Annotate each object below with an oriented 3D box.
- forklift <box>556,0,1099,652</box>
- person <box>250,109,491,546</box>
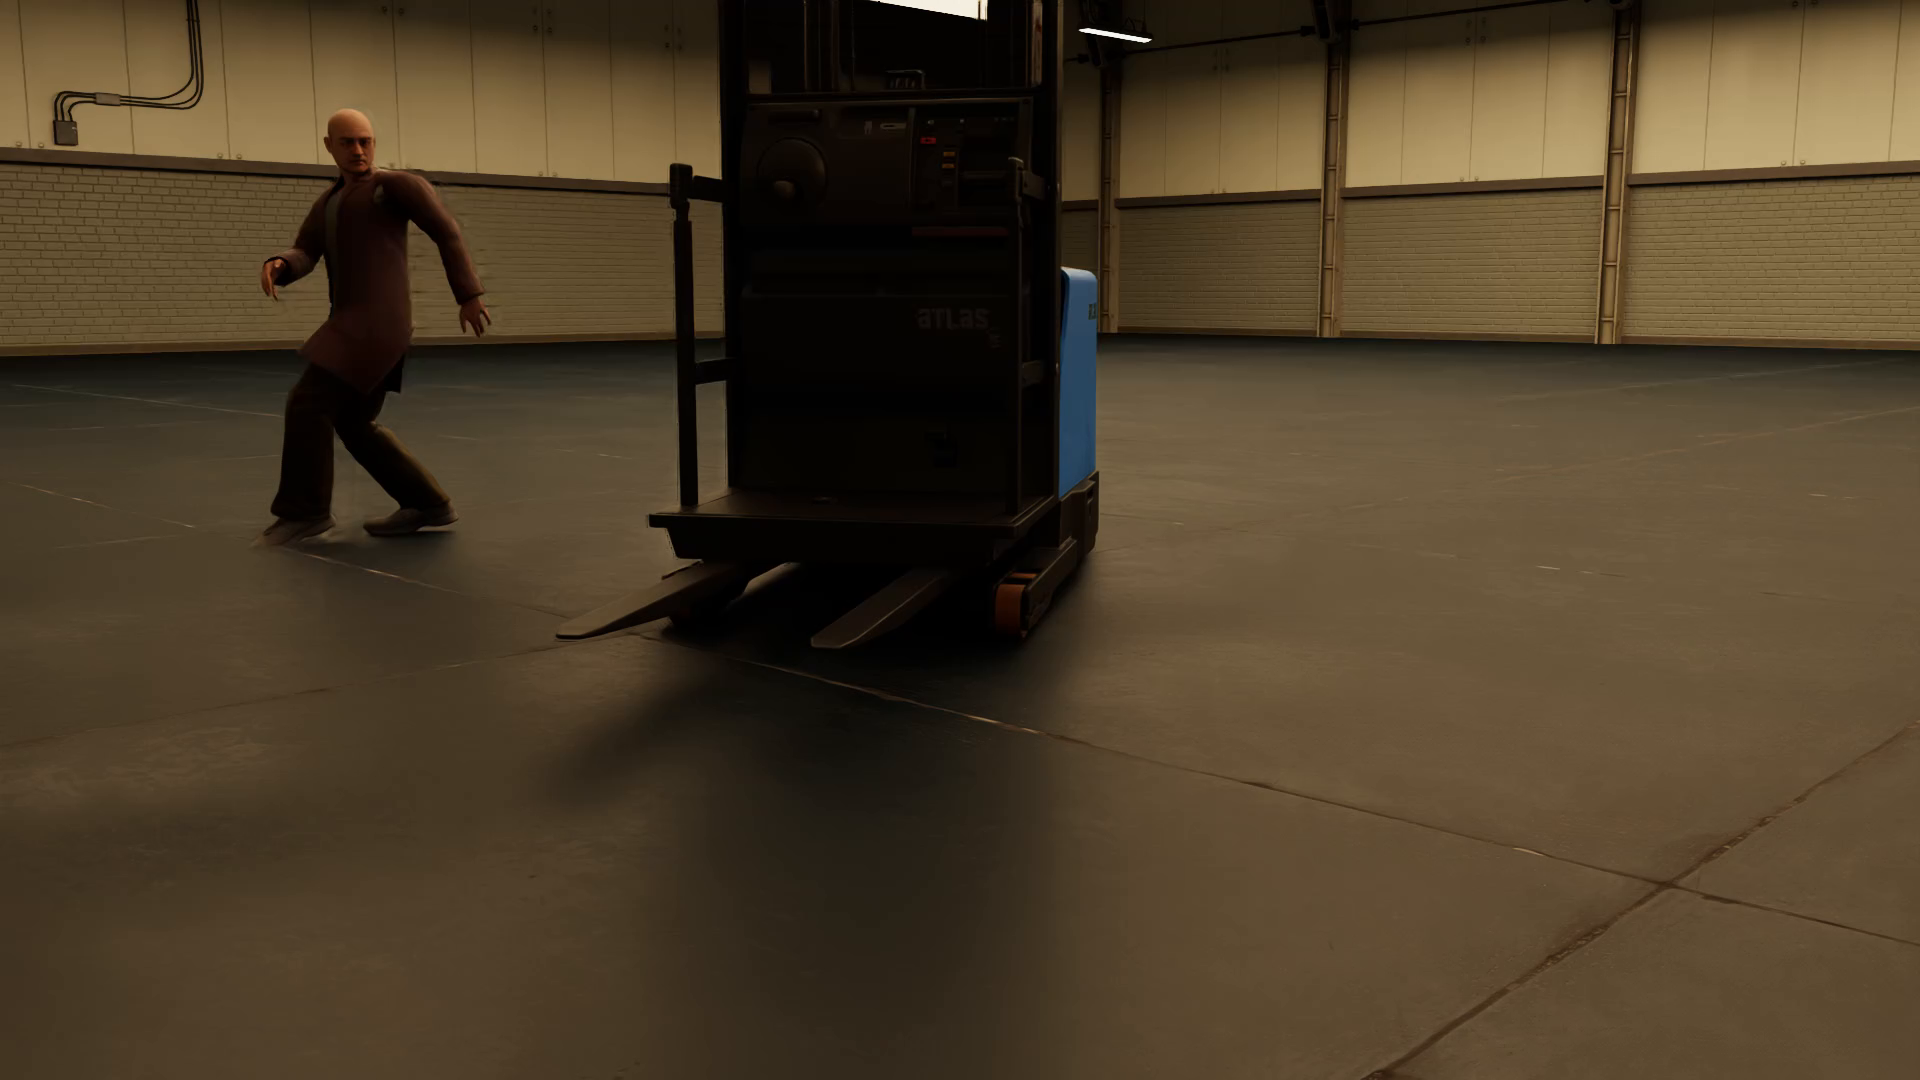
[{"bbox_3d":[-0.275,-1.222,4.986,1.130,2.935,3.031,2,9,12],"label":"forklift"},{"bbox_3d":[-2.417,-0.830,6.684,0.964,1.761,0.628,-5,10,-30],"label":"person"}]
